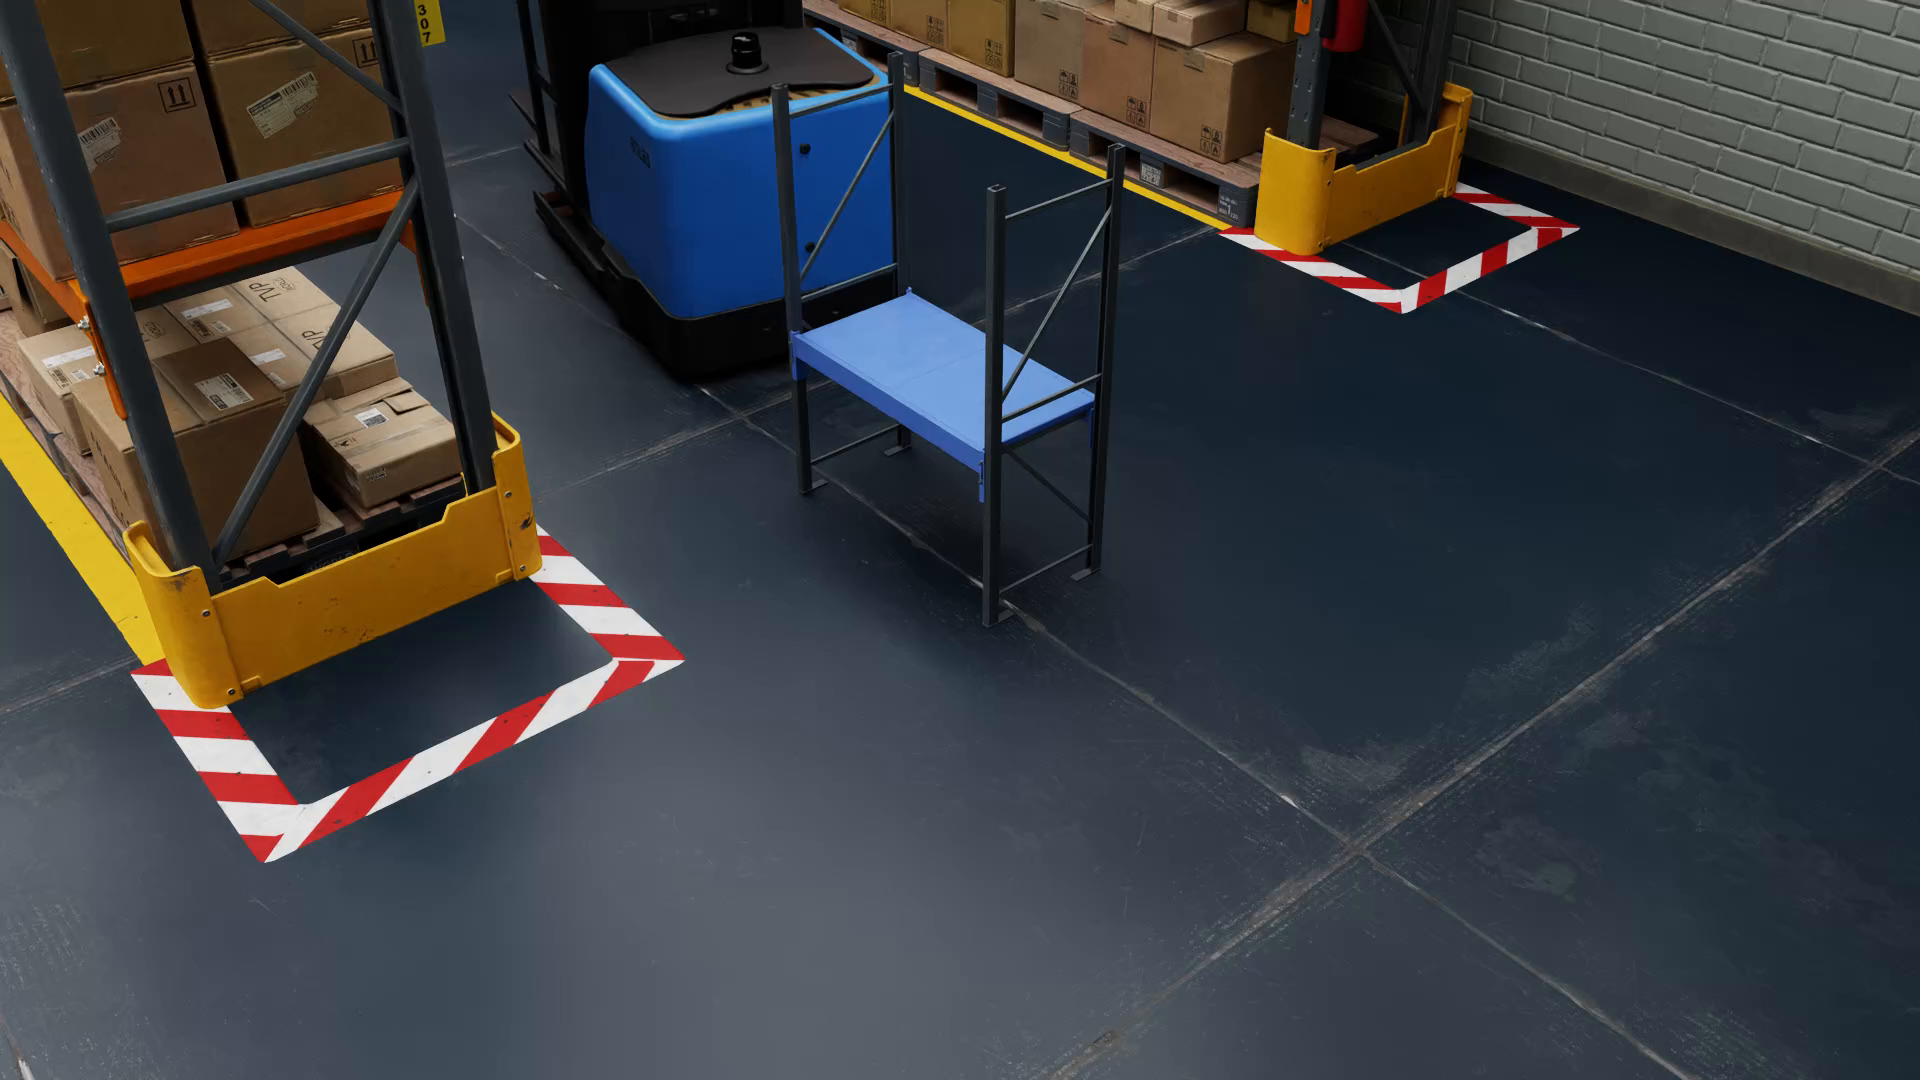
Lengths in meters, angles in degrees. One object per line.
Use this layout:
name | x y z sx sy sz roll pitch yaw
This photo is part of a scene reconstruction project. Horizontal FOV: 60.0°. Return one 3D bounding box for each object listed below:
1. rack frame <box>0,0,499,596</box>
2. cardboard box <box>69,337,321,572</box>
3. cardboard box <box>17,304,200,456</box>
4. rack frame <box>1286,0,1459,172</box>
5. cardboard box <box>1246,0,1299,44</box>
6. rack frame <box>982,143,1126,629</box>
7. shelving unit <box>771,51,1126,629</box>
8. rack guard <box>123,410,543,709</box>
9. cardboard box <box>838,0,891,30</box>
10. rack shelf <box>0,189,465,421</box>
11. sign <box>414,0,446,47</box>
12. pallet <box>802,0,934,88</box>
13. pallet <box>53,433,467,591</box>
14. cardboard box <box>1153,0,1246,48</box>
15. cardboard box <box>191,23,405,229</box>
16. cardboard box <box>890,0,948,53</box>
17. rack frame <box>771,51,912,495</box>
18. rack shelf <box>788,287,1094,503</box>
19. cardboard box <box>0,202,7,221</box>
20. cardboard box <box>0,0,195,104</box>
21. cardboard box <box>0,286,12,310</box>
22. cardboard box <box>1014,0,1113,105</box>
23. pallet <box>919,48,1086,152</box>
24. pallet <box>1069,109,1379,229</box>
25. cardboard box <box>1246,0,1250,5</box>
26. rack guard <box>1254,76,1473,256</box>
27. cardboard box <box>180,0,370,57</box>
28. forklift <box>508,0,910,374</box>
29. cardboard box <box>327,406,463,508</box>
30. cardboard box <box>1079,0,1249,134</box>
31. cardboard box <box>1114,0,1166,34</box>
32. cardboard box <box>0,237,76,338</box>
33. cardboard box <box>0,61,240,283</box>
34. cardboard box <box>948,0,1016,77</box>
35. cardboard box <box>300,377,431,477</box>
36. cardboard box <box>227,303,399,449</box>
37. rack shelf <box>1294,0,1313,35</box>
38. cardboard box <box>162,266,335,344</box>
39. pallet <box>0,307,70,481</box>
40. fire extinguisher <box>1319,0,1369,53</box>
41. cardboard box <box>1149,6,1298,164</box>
rack frame | -1.895 -0.957 4.506 1.000 3.000 0.127 -26 43 -32
cardboard box | -2.434 -0.264 5.310 0.500 0.500 0.500 -26 43 -32
cardboard box | -3.024 -0.593 5.990 0.500 0.250 0.500 -26 43 -32
rack frame | 1.887 -2.806 7.117 1.000 3.000 0.127 -26 43 -32
cardboard box | 1.592 -2.513 7.941 0.380 0.149 0.250 -26 43 -31
rack frame | 0.273 -0.425 5.053 0.500 1.500 0.032 -26 43 -32
shelving unit | -0.055 -0.650 5.370 0.538 1.500 1.048 -26 43 -32
rack guard | -1.944 0.030 5.275 1.175 0.500 0.348 -26 43 -32
cardboard box | -0.290 -3.355 9.691 0.700 0.500 0.500 -25 43 -31
rack shelf | -3.185 -1.546 5.960 1.077 0.370 4.000 -26 43 -32
sign | -1.480 -1.512 4.541 0.100 0.325 0.005 -26 43 -32
pallet | -0.263 -3.069 9.901 1.003 0.211 1.213 -26 43 -32
pallet | -2.459 -0.204 5.855 1.003 0.211 1.213 -26 43 -32
cardboard box | 1.137 -2.482 7.898 0.380 0.149 0.250 -27 43 -32
cardboard box | -1.980 -1.292 4.892 0.500 0.500 0.500 -25 42 -31
cardboard box | 0.032 -3.132 9.376 0.700 0.500 0.500 -26 43 -32
rack frame | -0.383 -0.874 5.687 0.500 1.500 0.032 -26 43 -32
rack shelf | -0.055 -0.503 5.474 0.538 0.185 1.000 -26 43 -32
cardboard box | -2.729 -1.321 4.934 0.500 0.500 0.500 -26 43 -31
cardboard box | -2.392 -1.499 4.320 0.500 0.500 0.500 -26 43 -32
cardboard box | -3.805 -1.102 6.781 0.380 0.166 0.250 -26 43 -32
cardboard box | 0.711 -2.672 8.726 0.700 0.500 0.500 -28 44 -33
pallet | 0.528 -2.530 9.140 1.003 0.211 1.213 -26 43 -32
pallet | 1.311 -1.992 8.380 1.003 0.211 1.213 -26 43 -32
cardboard box | 1.265 -2.736 8.257 0.380 0.149 0.250 -26 43 -32
rack guard | 1.902 -1.775 7.824 1.175 0.500 0.348 -26 43 -32
cardboard box | -1.980 -1.700 4.603 0.500 0.500 0.500 -25 42 -30
forklift | -1.345 -2.684 7.004 1.130 2.935 3.031 -17 39 -23
cardboard box | -1.903 -0.286 5.644 0.380 0.149 0.250 -26 43 -32
cardboard box | 1.036 -2.450 8.413 0.700 0.500 0.500 -26 43 -32
cardboard box | 0.971 -2.595 8.057 0.380 0.149 0.250 -25 42 -31
cardboard box | -3.260 -1.056 6.425 0.797 0.503 0.637 -26 43 -32
cardboard box | -2.392 -1.094 4.612 0.500 0.500 0.500 -25 42 -30
cardboard box | 0.361 -2.904 9.055 0.700 0.500 0.500 -25 42 -31
cardboard box | -2.064 -0.403 5.795 0.380 0.166 0.250 -26 43 -32
cardboard box | -2.352 -0.581 5.973 0.500 0.250 0.500 -26 43 -32
rack shelf | 0.596 -3.395 8.571 1.077 0.370 4.000 -26 43 -32
cardboard box | -2.674 -0.802 6.285 0.500 0.250 0.500 -26 43 -32
pallet | -3.242 -0.742 6.616 1.003 0.211 1.213 -26 43 -32
fire extinguisher | 1.632 -2.383 6.910 0.296 0.674 0.183 -26 43 -32
cardboard box | 1.359 -2.229 8.101 0.700 0.500 0.500 -26 43 -32
